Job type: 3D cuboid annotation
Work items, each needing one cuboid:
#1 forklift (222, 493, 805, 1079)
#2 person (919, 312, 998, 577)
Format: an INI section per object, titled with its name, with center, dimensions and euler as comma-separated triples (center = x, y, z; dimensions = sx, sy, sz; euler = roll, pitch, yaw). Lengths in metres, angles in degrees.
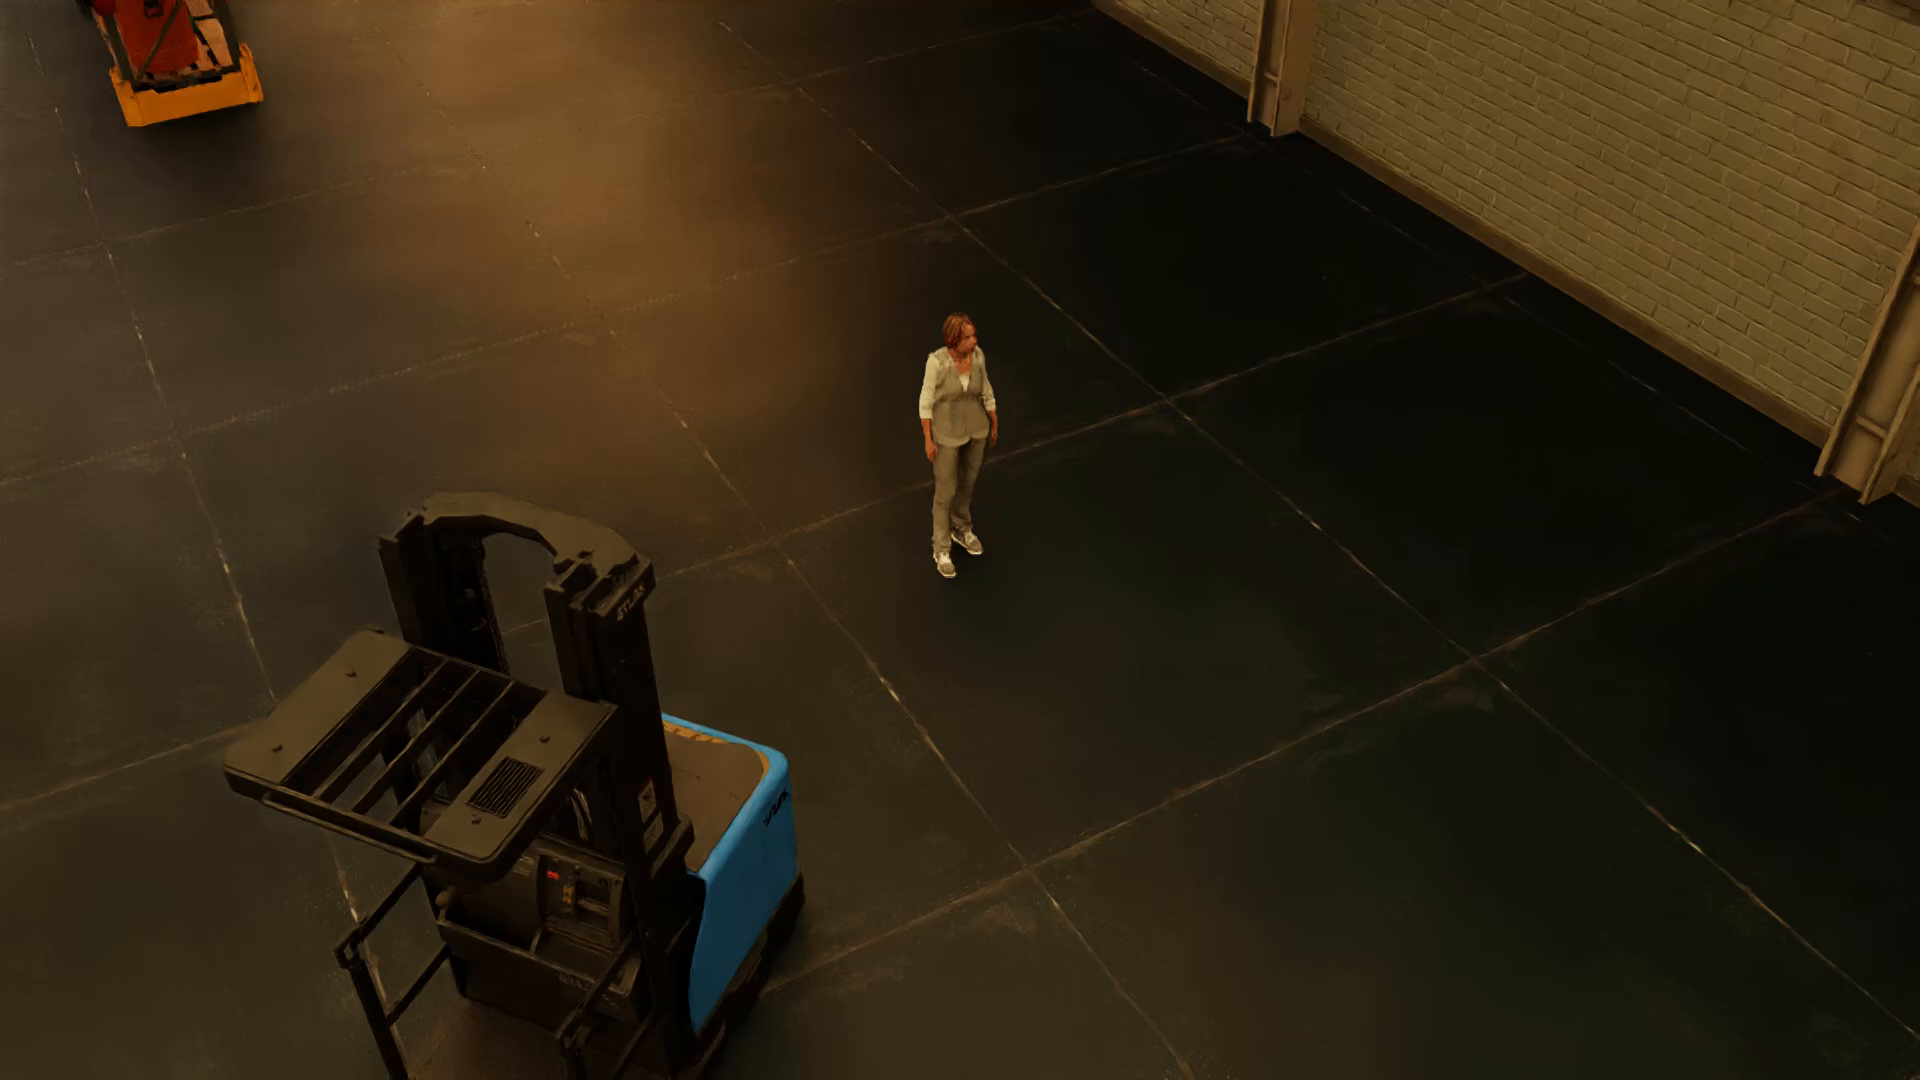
[forklift]
center = -1.796, 1.405, 6.342
dimensions = 1.130, 2.935, 3.031
euler = 15, 42, 17
[person]
center = 0.025, -0.575, 9.763
dimensions = 0.521, 1.597, 0.474
euler = -20, 44, -23
